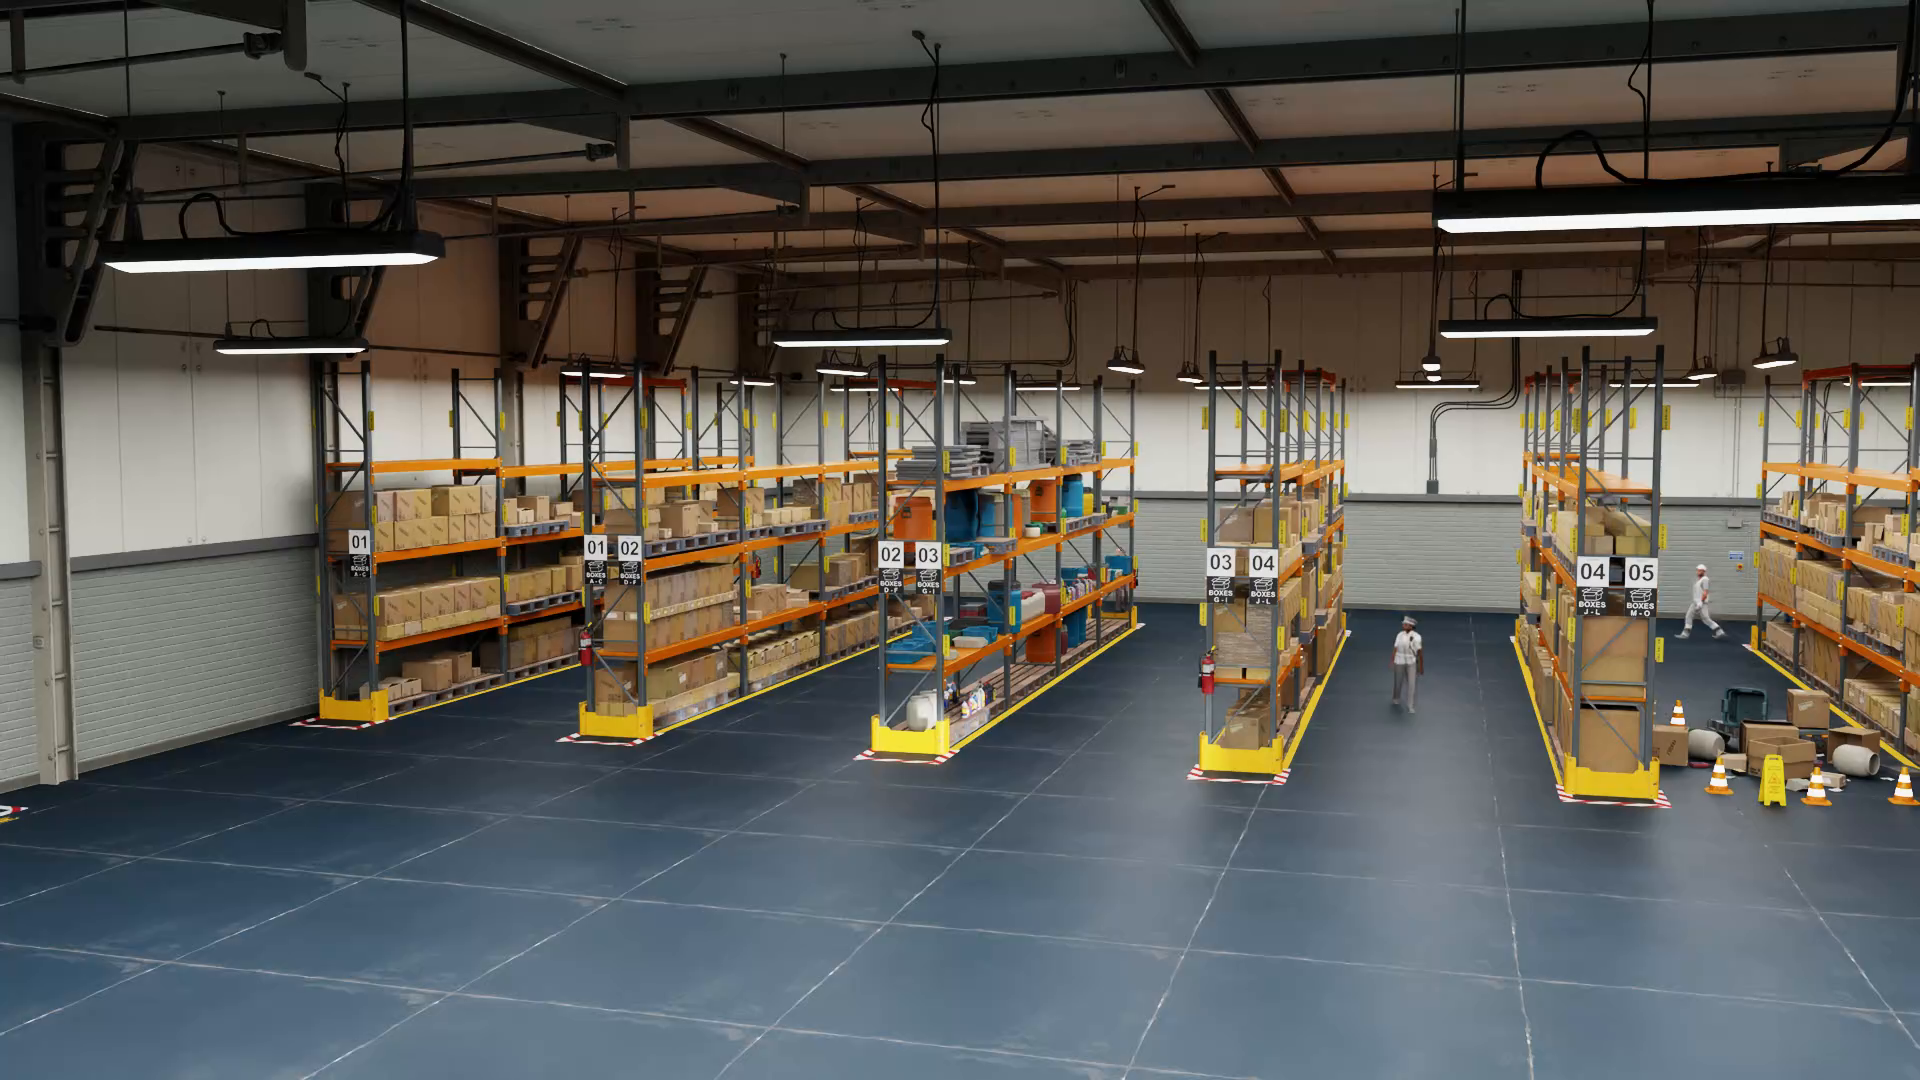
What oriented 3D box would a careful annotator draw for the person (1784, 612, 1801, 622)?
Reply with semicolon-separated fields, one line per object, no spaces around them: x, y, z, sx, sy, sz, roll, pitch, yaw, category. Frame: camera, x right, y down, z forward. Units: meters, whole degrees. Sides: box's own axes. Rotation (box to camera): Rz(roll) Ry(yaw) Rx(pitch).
19.671;1.390;39.345;0.672;1.615;0.407;0;4;-4;person

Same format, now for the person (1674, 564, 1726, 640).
16.893;1.425;37.940;1.053;1.747;0.671;1;4;14;person

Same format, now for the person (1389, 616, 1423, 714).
7.704;2.130;28.723;0.589;1.647;0.964;1;4;9;person

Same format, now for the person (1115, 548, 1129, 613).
4.198;1.084;42.914;0.540;1.761;0.399;-1;4;-16;person
